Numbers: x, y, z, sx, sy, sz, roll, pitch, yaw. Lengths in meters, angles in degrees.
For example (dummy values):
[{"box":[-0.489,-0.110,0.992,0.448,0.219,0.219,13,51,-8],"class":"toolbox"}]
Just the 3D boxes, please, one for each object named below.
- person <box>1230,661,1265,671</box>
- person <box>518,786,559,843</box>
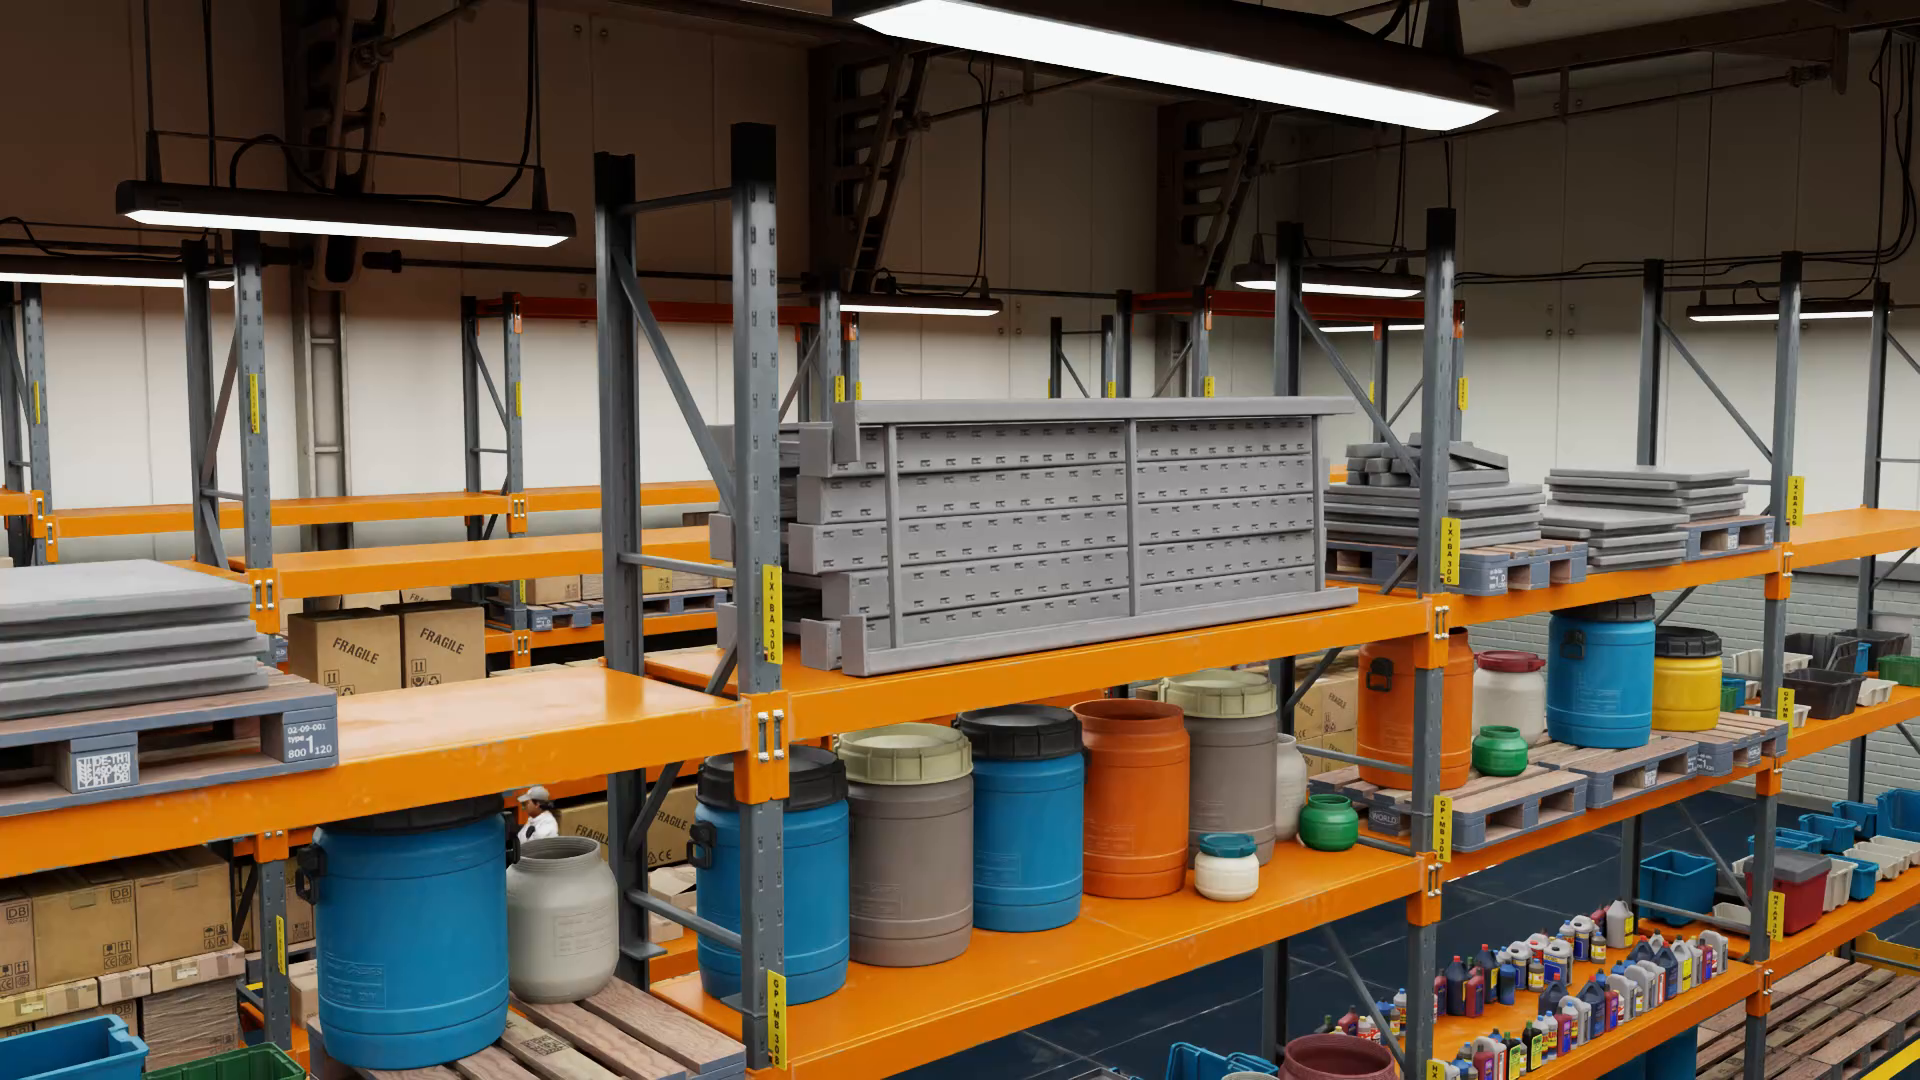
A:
[{"box":[3.824,2.185,22.219,0.604,1.725,1.160,4,7,34],"class":"person"},{"box":[-3.741,2.966,14.505,0.905,1.626,0.501,-4,7,-34],"class":"person"}]
